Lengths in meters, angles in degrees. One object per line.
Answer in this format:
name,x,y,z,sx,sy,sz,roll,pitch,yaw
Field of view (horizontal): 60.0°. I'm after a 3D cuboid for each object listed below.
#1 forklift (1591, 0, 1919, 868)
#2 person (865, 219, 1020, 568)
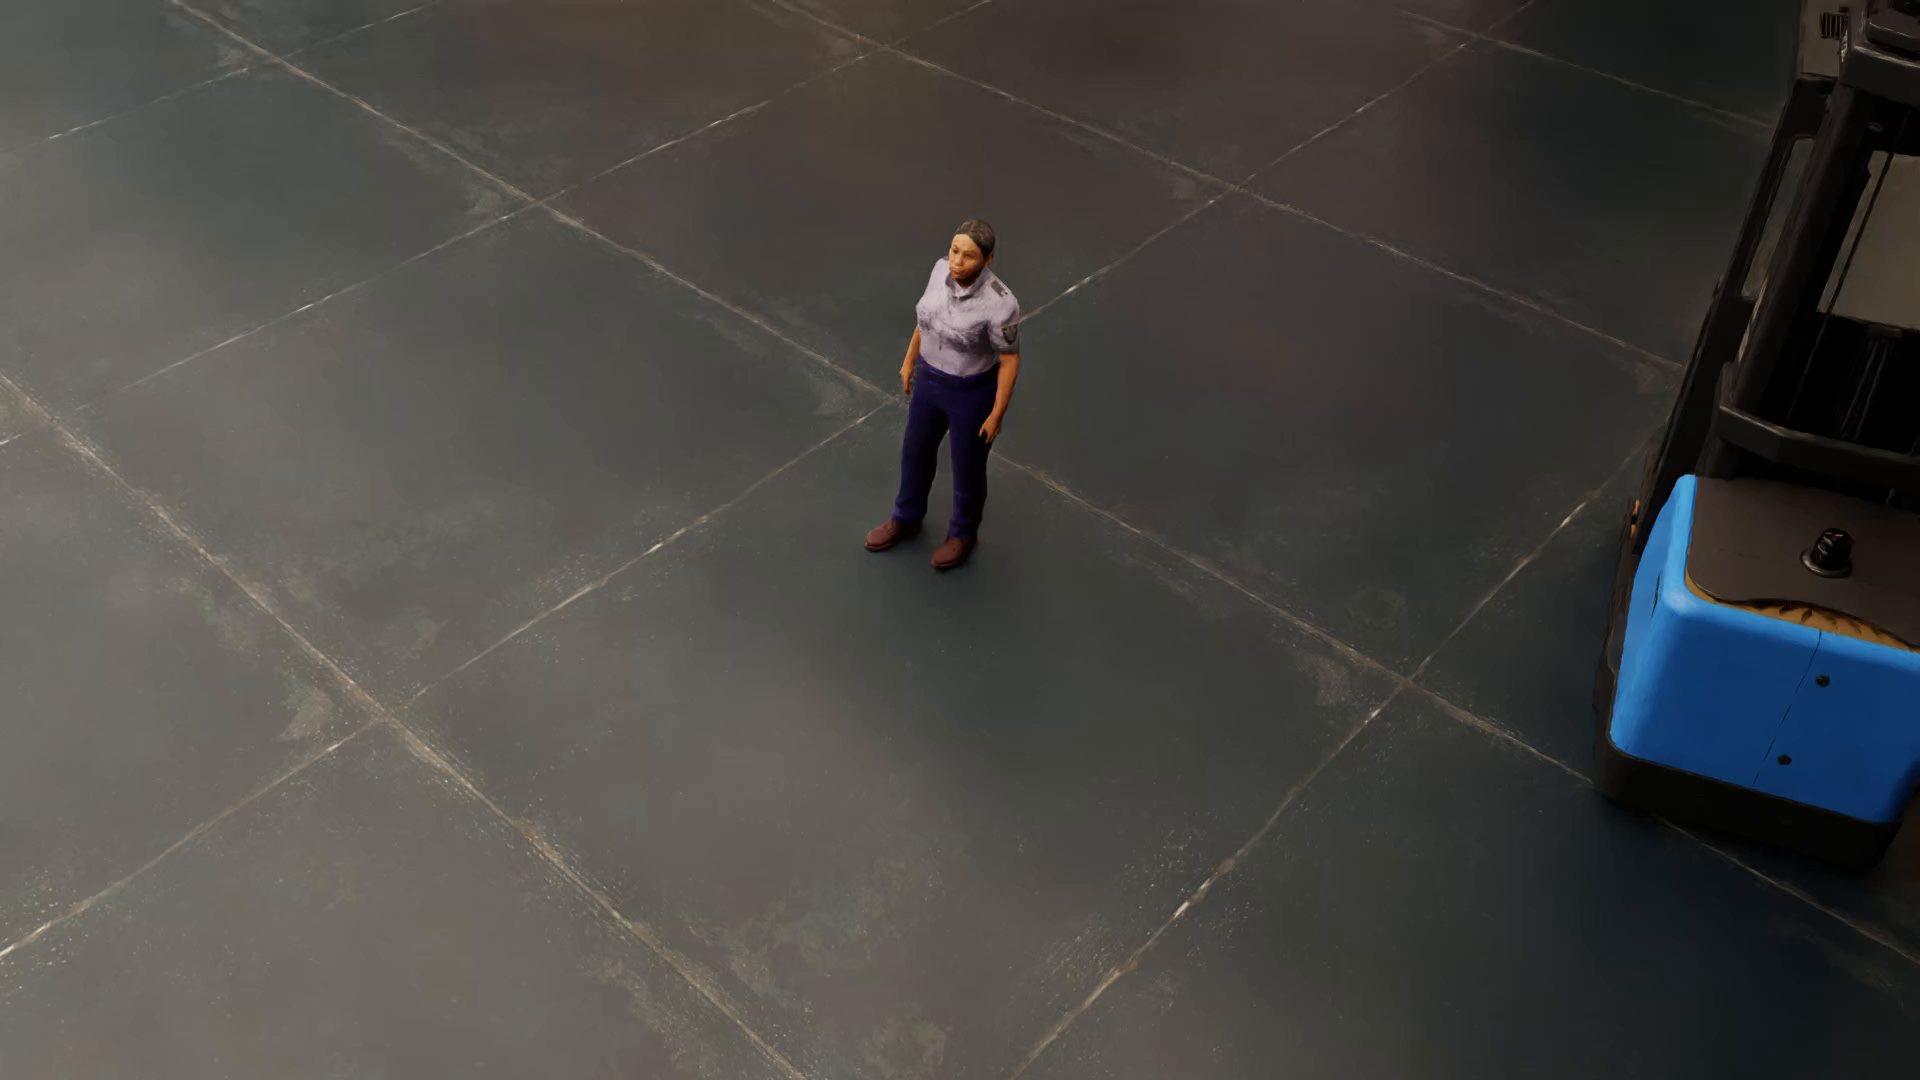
forklift,3.491,-0.863,6.434,1.130,2.935,3.031,15,43,17
person,-0.078,-0.597,7.100,0.599,1.650,0.502,31,49,31
